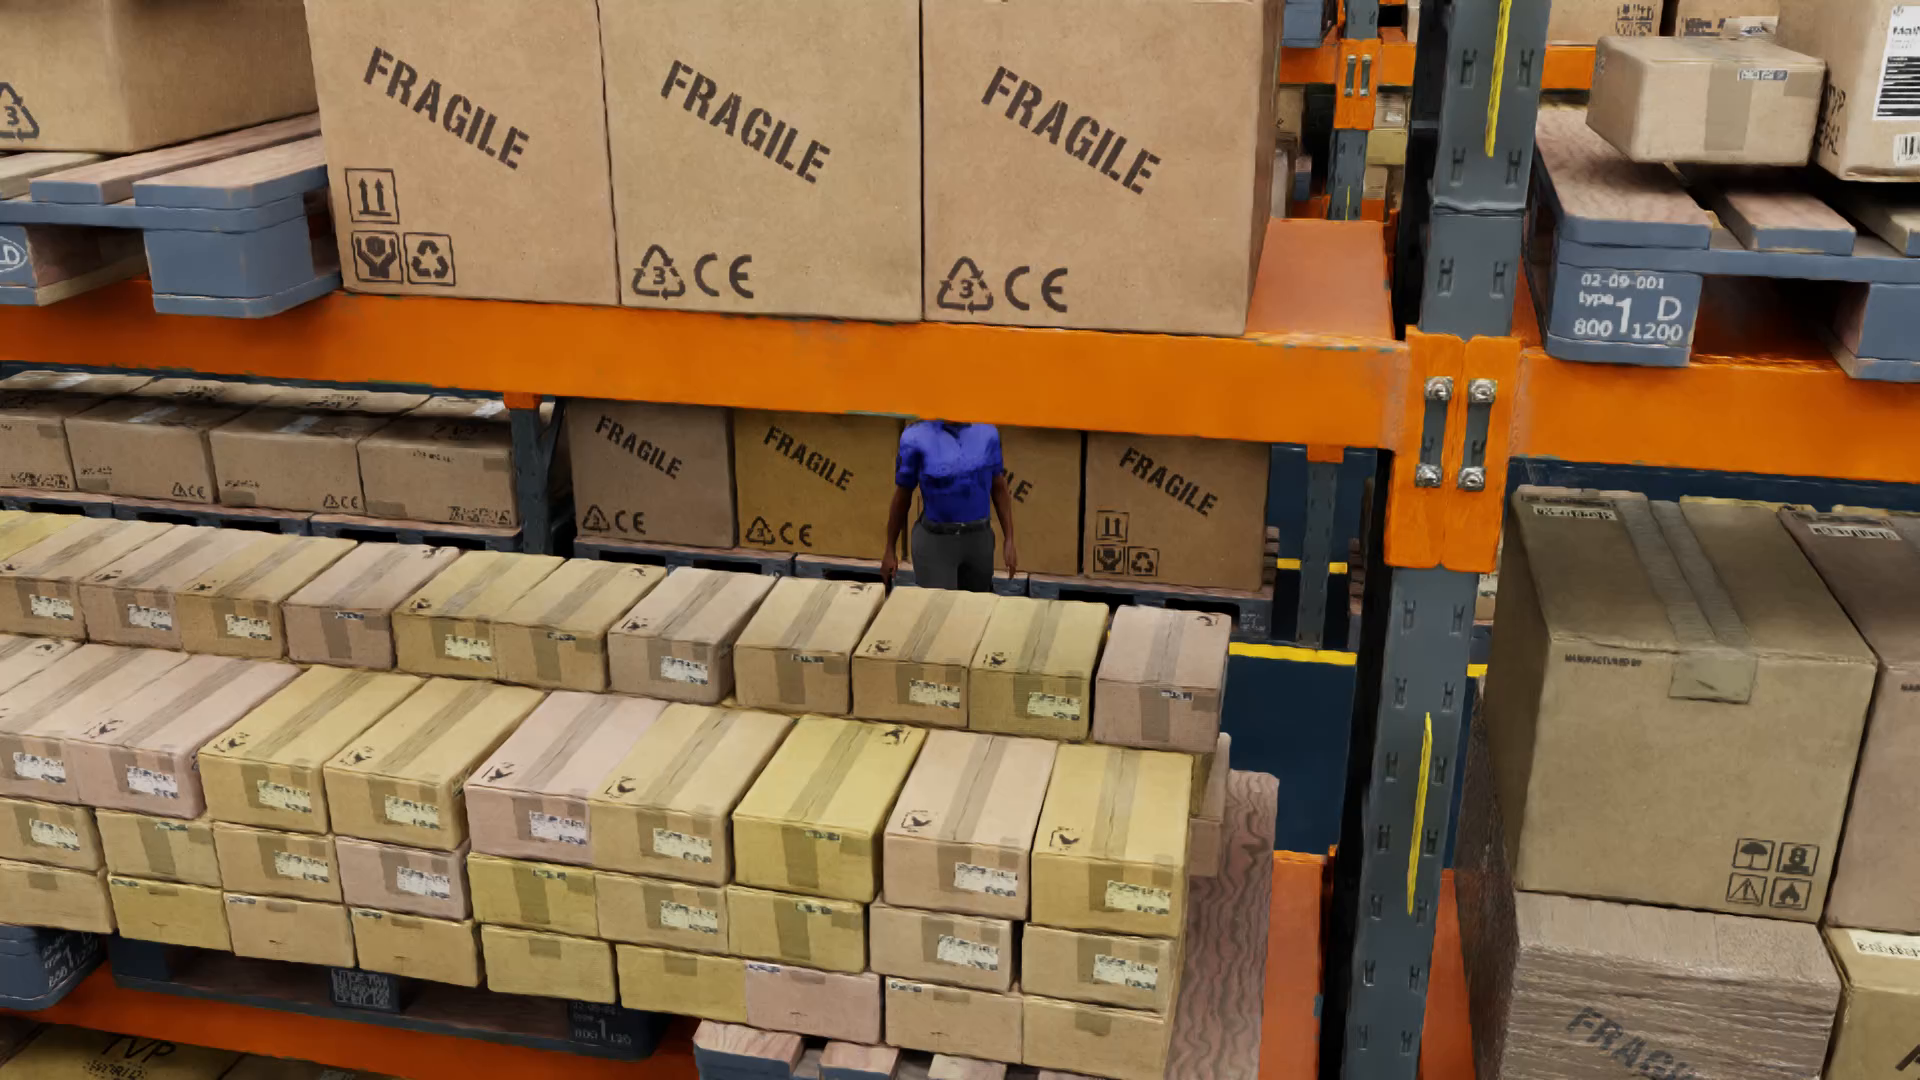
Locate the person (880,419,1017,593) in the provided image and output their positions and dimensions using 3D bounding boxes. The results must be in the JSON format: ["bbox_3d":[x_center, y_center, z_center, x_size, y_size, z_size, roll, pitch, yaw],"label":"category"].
[{"bbox_3d":[-0.051,0.016,7.063,0.578,1.651,0.658,-9,23,-21],"label":"person"}]
